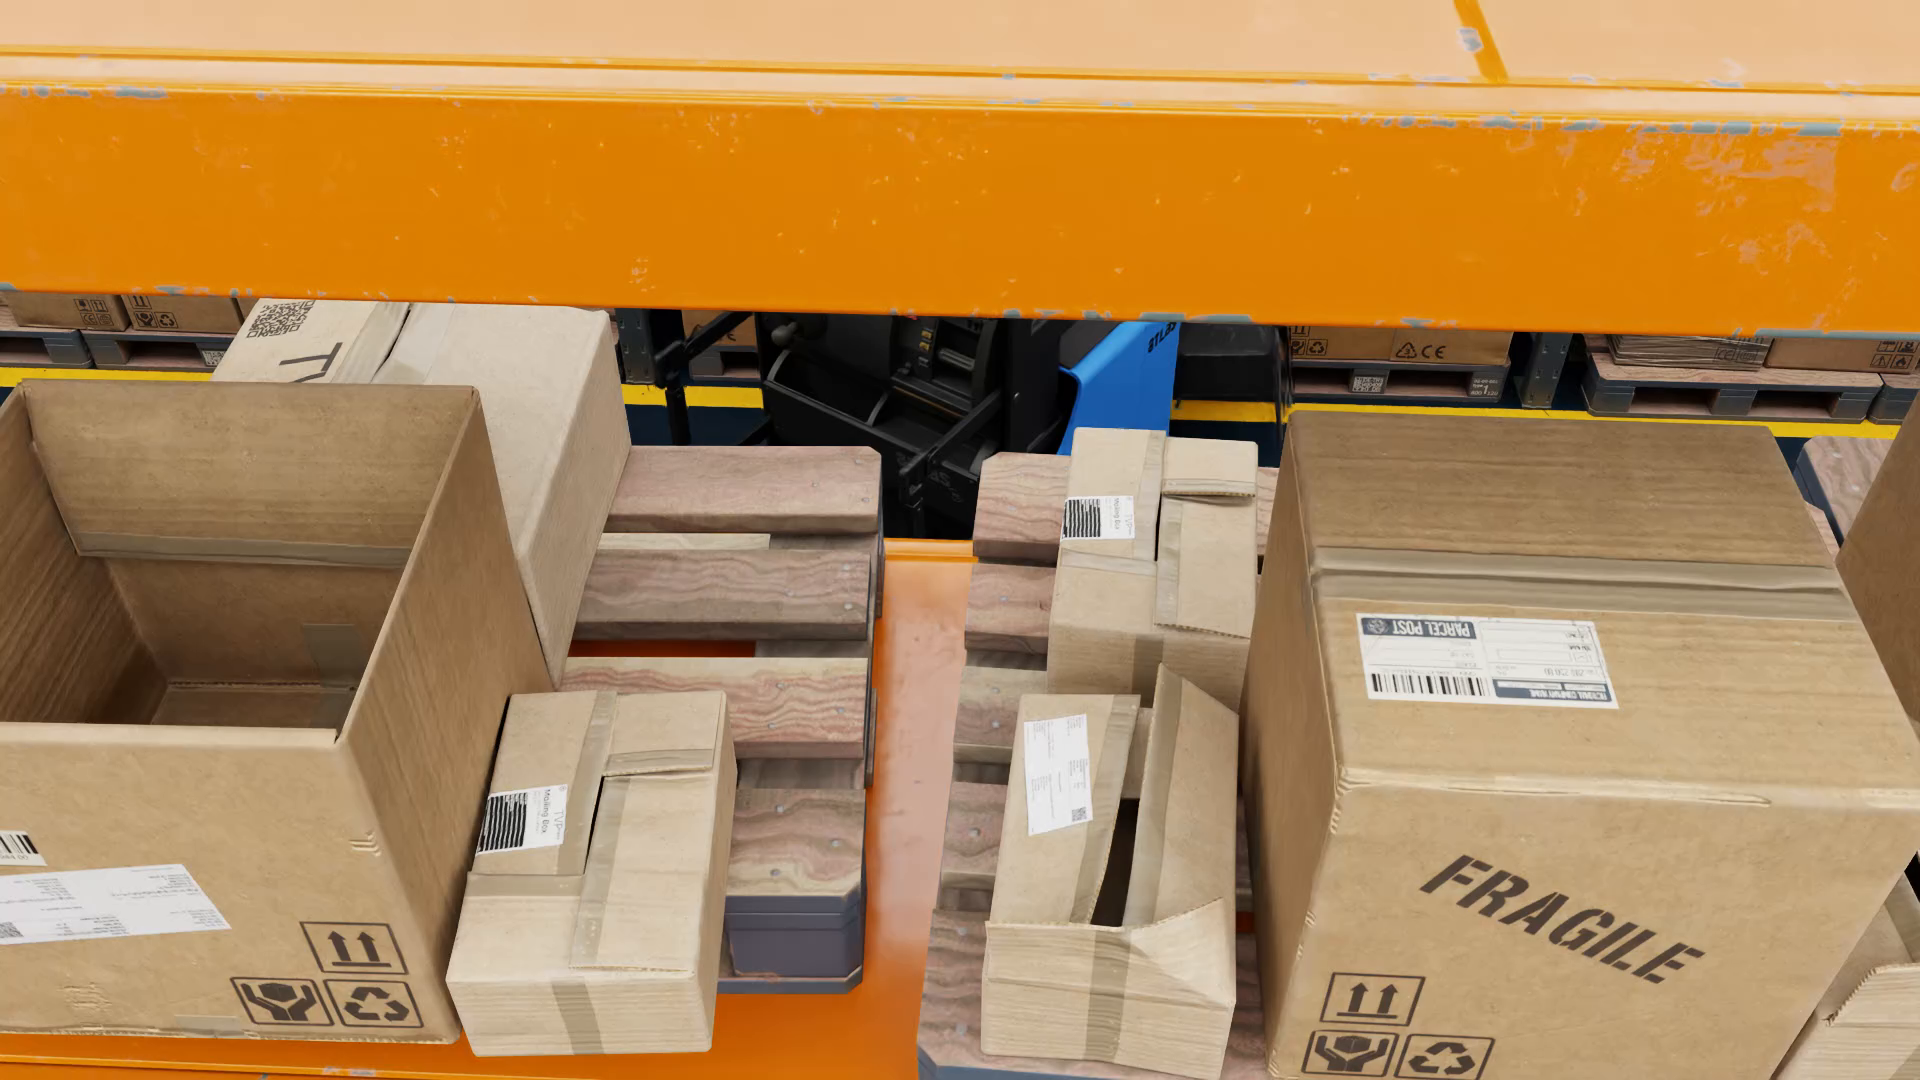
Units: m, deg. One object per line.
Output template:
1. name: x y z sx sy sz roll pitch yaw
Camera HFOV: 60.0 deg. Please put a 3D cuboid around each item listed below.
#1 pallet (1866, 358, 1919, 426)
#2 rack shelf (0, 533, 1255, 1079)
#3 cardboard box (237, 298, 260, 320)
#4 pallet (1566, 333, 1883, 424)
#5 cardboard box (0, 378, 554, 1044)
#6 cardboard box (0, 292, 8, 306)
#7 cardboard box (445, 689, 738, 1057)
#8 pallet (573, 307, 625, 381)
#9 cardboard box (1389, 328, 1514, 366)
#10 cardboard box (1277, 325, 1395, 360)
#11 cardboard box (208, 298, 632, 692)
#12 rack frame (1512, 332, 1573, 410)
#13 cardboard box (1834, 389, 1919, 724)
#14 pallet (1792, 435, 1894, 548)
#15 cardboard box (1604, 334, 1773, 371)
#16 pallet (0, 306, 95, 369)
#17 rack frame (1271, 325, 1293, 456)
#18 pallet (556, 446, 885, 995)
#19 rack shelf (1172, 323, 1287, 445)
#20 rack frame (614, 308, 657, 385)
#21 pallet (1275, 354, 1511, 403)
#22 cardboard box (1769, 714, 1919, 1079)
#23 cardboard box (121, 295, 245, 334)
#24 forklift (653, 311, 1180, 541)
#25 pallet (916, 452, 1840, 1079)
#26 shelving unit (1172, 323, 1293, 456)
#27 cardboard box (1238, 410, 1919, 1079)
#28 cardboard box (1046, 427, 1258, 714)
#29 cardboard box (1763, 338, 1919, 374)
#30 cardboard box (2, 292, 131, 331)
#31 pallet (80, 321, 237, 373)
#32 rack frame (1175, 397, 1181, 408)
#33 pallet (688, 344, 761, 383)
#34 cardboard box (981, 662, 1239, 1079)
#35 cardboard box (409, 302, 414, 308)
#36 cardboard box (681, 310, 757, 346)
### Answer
1. pallet: 4.612 -0.904 7.565 1.213 0.211 1.003 2 43 2
2. rack shelf: 0.358 0.469 2.373 4.000 0.370 1.077 2 43 2
3. cardboard box: -2.920 -1.332 7.505 0.500 0.500 0.700 0 43 0
4. pallet: 3.397 -0.943 7.607 1.213 0.211 1.003 2 43 2
5. cardboard box: -0.772 0.179 1.775 0.500 0.500 0.500 1 43 1
6. cardboard box: -4.386 -1.248 7.673 0.250 0.149 0.380 0 43 0
7. cardboard box: -0.391 0.354 1.832 0.250 0.166 0.380 -1 43 -1
8. pallet: -2.106 -1.139 7.818 1.213 0.211 1.003 2 43 2
9. cardboard box: 2.144 -1.121 7.278 0.500 0.500 0.500 3 43 3
10. cardboard box: 1.645 -1.143 7.302 0.500 0.500 0.500 1 43 1
11. cardboard box: -0.750 -0.092 2.205 0.500 0.311 0.500 2 43 2
12. rack frame: 2.576 -2.015 6.712 0.127 3.000 1.000 2 43 2
13. cardboard box: 1.359 0.176 1.778 0.500 0.500 0.700 0 43 0
14. pallet: 1.711 0.353 2.109 1.003 0.211 1.213 4 43 4
15. cardboard box: 3.199 -1.271 7.348 0.625 0.625 0.875 3 43 3
16. pallet: -4.543 -1.214 7.899 1.213 0.211 1.003 2 43 2
17. rack frame: 1.200 -1.222 6.386 0.015 2.100 0.400 2 46 17
18. pallet: -0.721 0.209 2.265 1.217 0.209 0.805 0 43 0
19. rack shelf: 1.102 -0.730 6.950 0.480 0.518 0.431 2 46 17
20. rack frame: -1.420 -2.138 6.844 0.127 3.000 1.000 2 43 2
21. pallet: 1.832 -1.043 7.715 1.213 0.211 1.003 2 43 2
22. cardboard box: 0.965 0.359 1.754 0.258 0.266 0.396 1 43 1
23. cardboard box: -3.433 -1.279 7.448 0.500 0.500 0.500 3 43 3
24. forklift: -0.396 -0.655 5.303 1.130 2.935 3.031 26 49 25
25. pallet: 0.593 0.321 2.143 1.213 0.211 1.003 4 43 4
26. shelving unit: 0.966 -1.229 6.457 0.503 2.100 0.431 2 46 17
27. cardboard box: 0.583 0.221 1.731 0.500 0.500 0.500 2 43 2
28. cardboard box: 0.256 0.032 2.177 0.250 0.166 0.380 5 43 5
29. cardboard box: 3.852 -1.257 7.332 0.625 0.625 0.875 3 43 3
30. cardboard box: -3.957 -1.364 7.539 0.500 0.500 0.700 3 43 4
31. pallet: -3.328 -1.175 7.856 1.213 0.211 1.003 2 43 2
32. rack frame: 0.733 -1.236 6.529 0.015 2.100 0.400 2 46 17
33. pallet: -0.605 -1.118 7.796 1.213 0.211 1.003 2 43 2
34. cardboard box: 0.170 0.335 1.780 0.258 0.266 0.396 5 43 5
35. cardboard box: -2.346 -1.119 7.449 0.258 0.266 0.396 3 43 3
36. cardboard box: -0.947 -1.209 7.373 0.500 0.500 0.500 3 43 4
